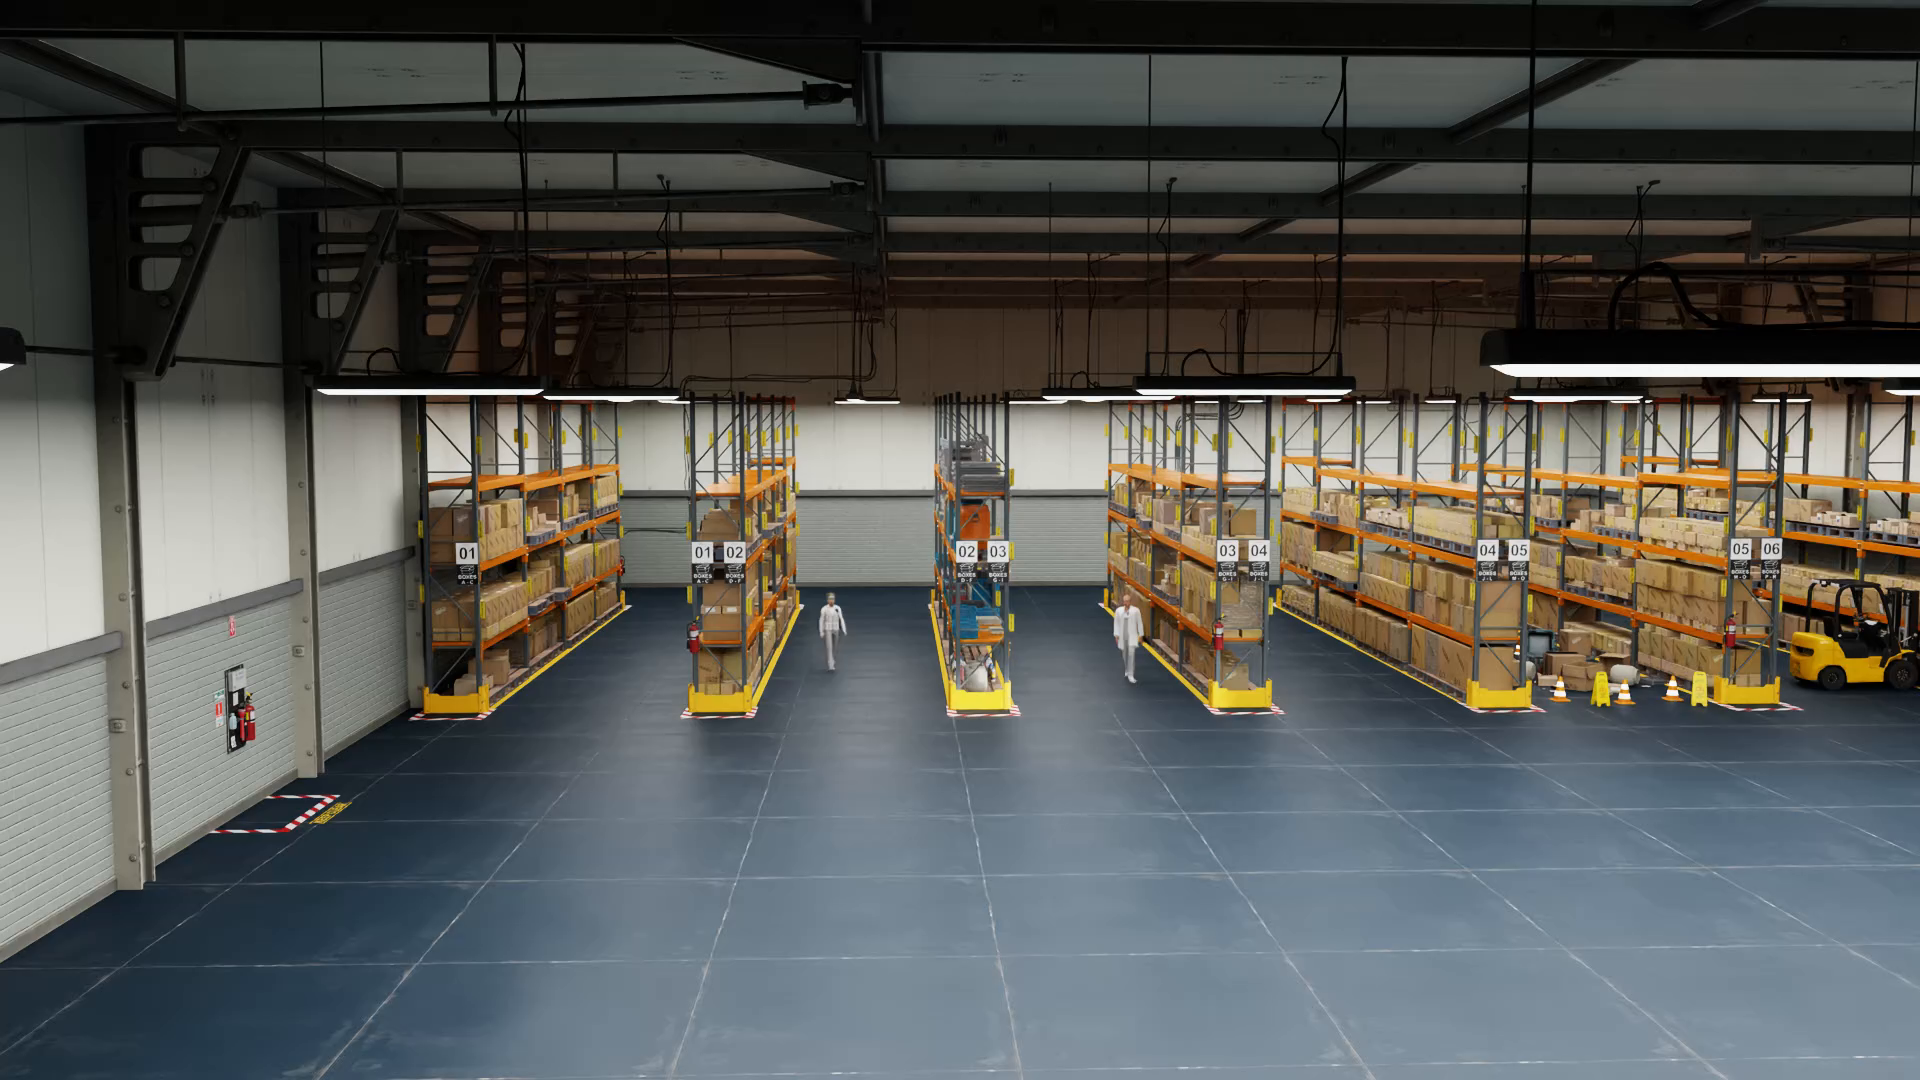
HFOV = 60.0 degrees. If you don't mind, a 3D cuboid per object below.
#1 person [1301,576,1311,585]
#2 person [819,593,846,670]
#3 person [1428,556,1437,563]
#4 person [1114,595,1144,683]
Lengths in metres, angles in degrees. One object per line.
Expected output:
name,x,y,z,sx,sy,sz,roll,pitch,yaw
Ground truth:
person,10.677,0.766,50.733,0.697,1.748,0.546,-4,6,-43
person,-2.796,1.966,36.397,0.533,1.636,1.022,-1,5,-17
person,12.866,1.257,45.364,0.407,1.673,0.477,4,6,41
person,3.508,2.052,34.888,0.620,1.738,0.891,2,5,25
